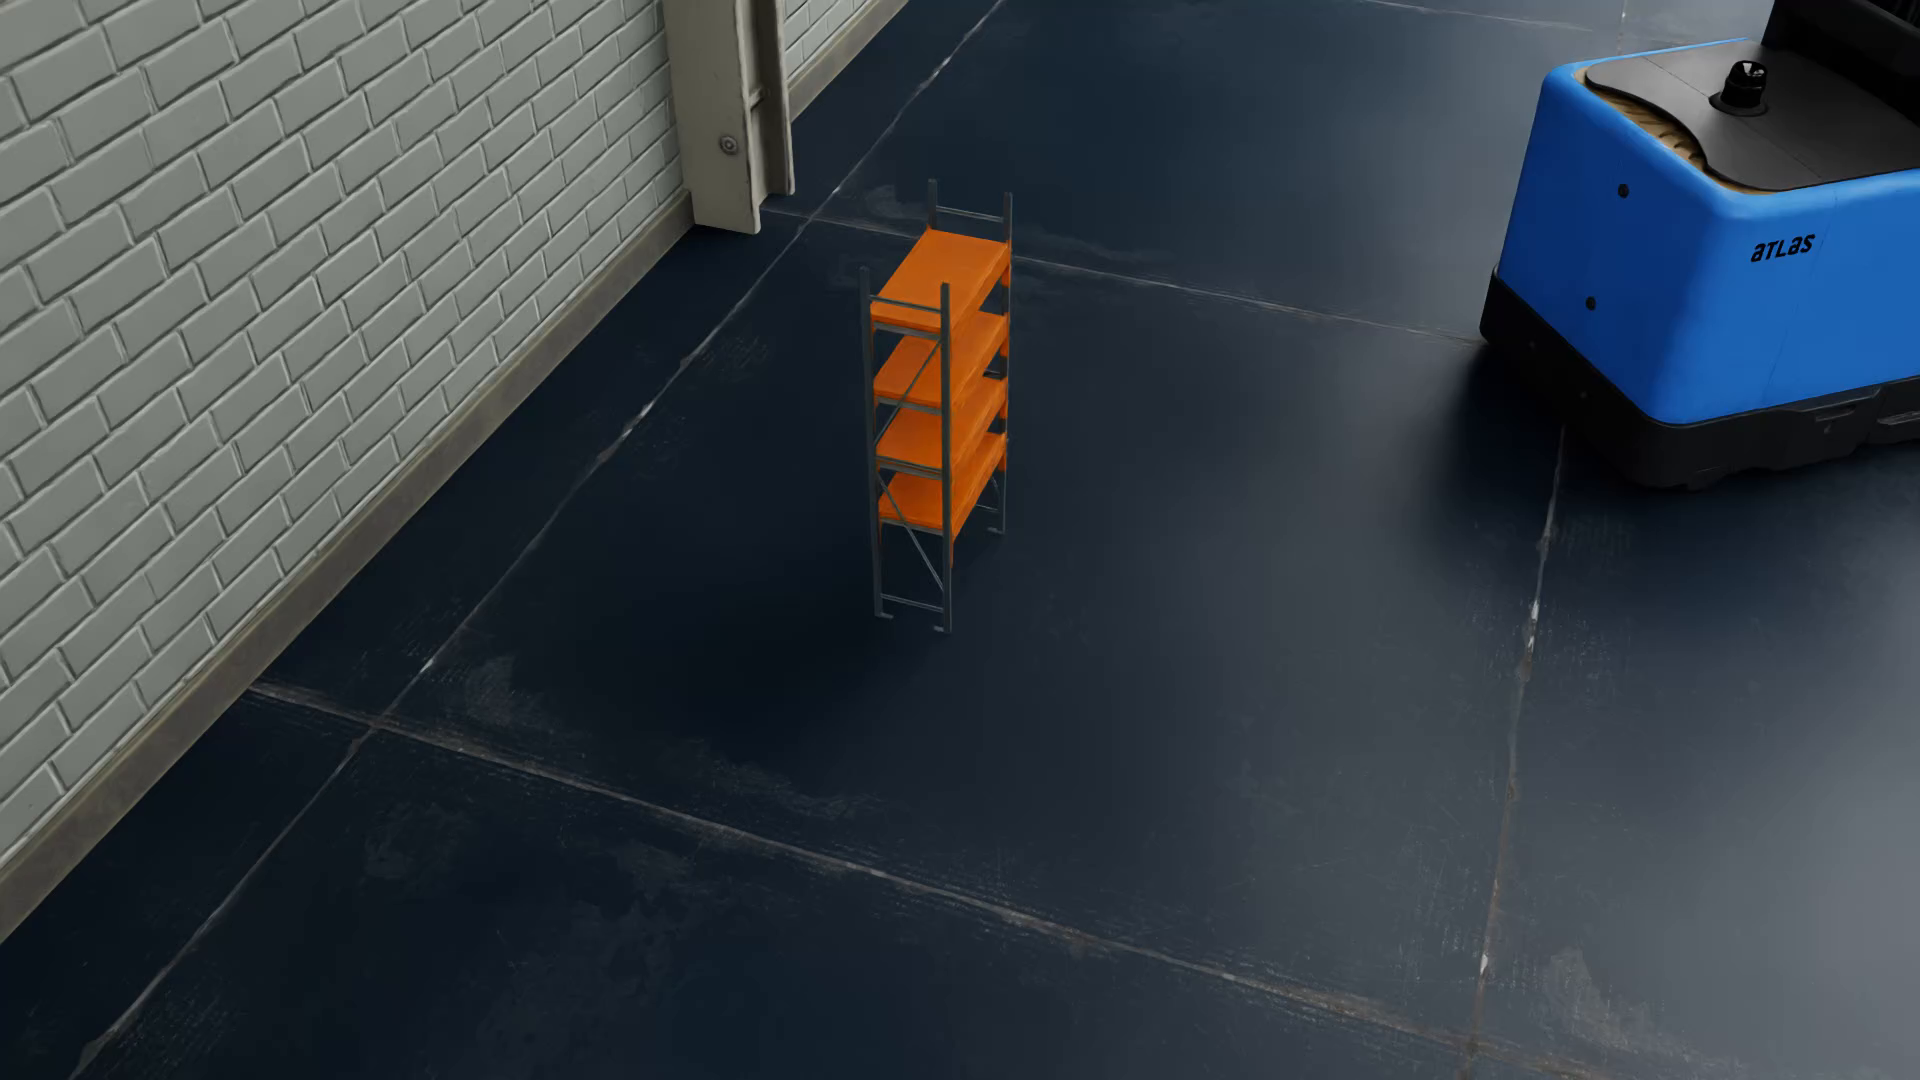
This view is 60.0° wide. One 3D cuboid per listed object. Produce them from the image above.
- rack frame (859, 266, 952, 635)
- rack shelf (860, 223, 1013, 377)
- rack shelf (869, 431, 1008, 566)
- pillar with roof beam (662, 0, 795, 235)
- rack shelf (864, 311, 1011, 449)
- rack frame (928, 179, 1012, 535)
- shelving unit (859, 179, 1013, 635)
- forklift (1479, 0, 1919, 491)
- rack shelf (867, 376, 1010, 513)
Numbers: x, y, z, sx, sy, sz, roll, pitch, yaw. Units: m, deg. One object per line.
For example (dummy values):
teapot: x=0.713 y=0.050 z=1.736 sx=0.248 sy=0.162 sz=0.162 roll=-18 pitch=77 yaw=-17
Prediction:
rack frame: x=-0.140 y=-0.207 z=4.568 sx=0.240 sy=1.200 sz=0.015 roll=13 pitch=42 yaw=15
rack shelf: x=-0.057 y=-0.654 z=4.487 sx=0.258 sy=0.148 sz=0.480 roll=13 pitch=42 yaw=15
rack shelf: x=-0.057 y=-0.153 z=4.915 sx=0.258 sy=0.148 sz=0.480 roll=13 pitch=42 yaw=15
pillar with roof beam: x=3.145 y=-3.851 z=2.830 sx=9.100 sy=9.000 sz=0.400 roll=13 pitch=42 yaw=15
rack shelf: x=-0.057 y=-0.474 z=4.641 sx=0.258 sy=0.148 sz=0.480 roll=13 pitch=42 yaw=15
rack frame: x=0.027 y=-0.504 z=4.917 sx=0.240 sy=1.200 sz=0.015 roll=13 pitch=42 yaw=15
shelving unit: x=-0.057 y=-0.355 z=4.742 sx=0.258 sy=1.200 sz=0.503 roll=13 pitch=42 yaw=15
forklift: x=3.458 y=-1.834 z=5.141 sx=3.031 sy=2.935 sz=1.130 roll=-12 pitch=42 yaw=-13
rack shelf: x=-0.057 y=-0.304 z=4.786 sx=0.258 sy=0.148 sz=0.480 roll=13 pitch=42 yaw=15
